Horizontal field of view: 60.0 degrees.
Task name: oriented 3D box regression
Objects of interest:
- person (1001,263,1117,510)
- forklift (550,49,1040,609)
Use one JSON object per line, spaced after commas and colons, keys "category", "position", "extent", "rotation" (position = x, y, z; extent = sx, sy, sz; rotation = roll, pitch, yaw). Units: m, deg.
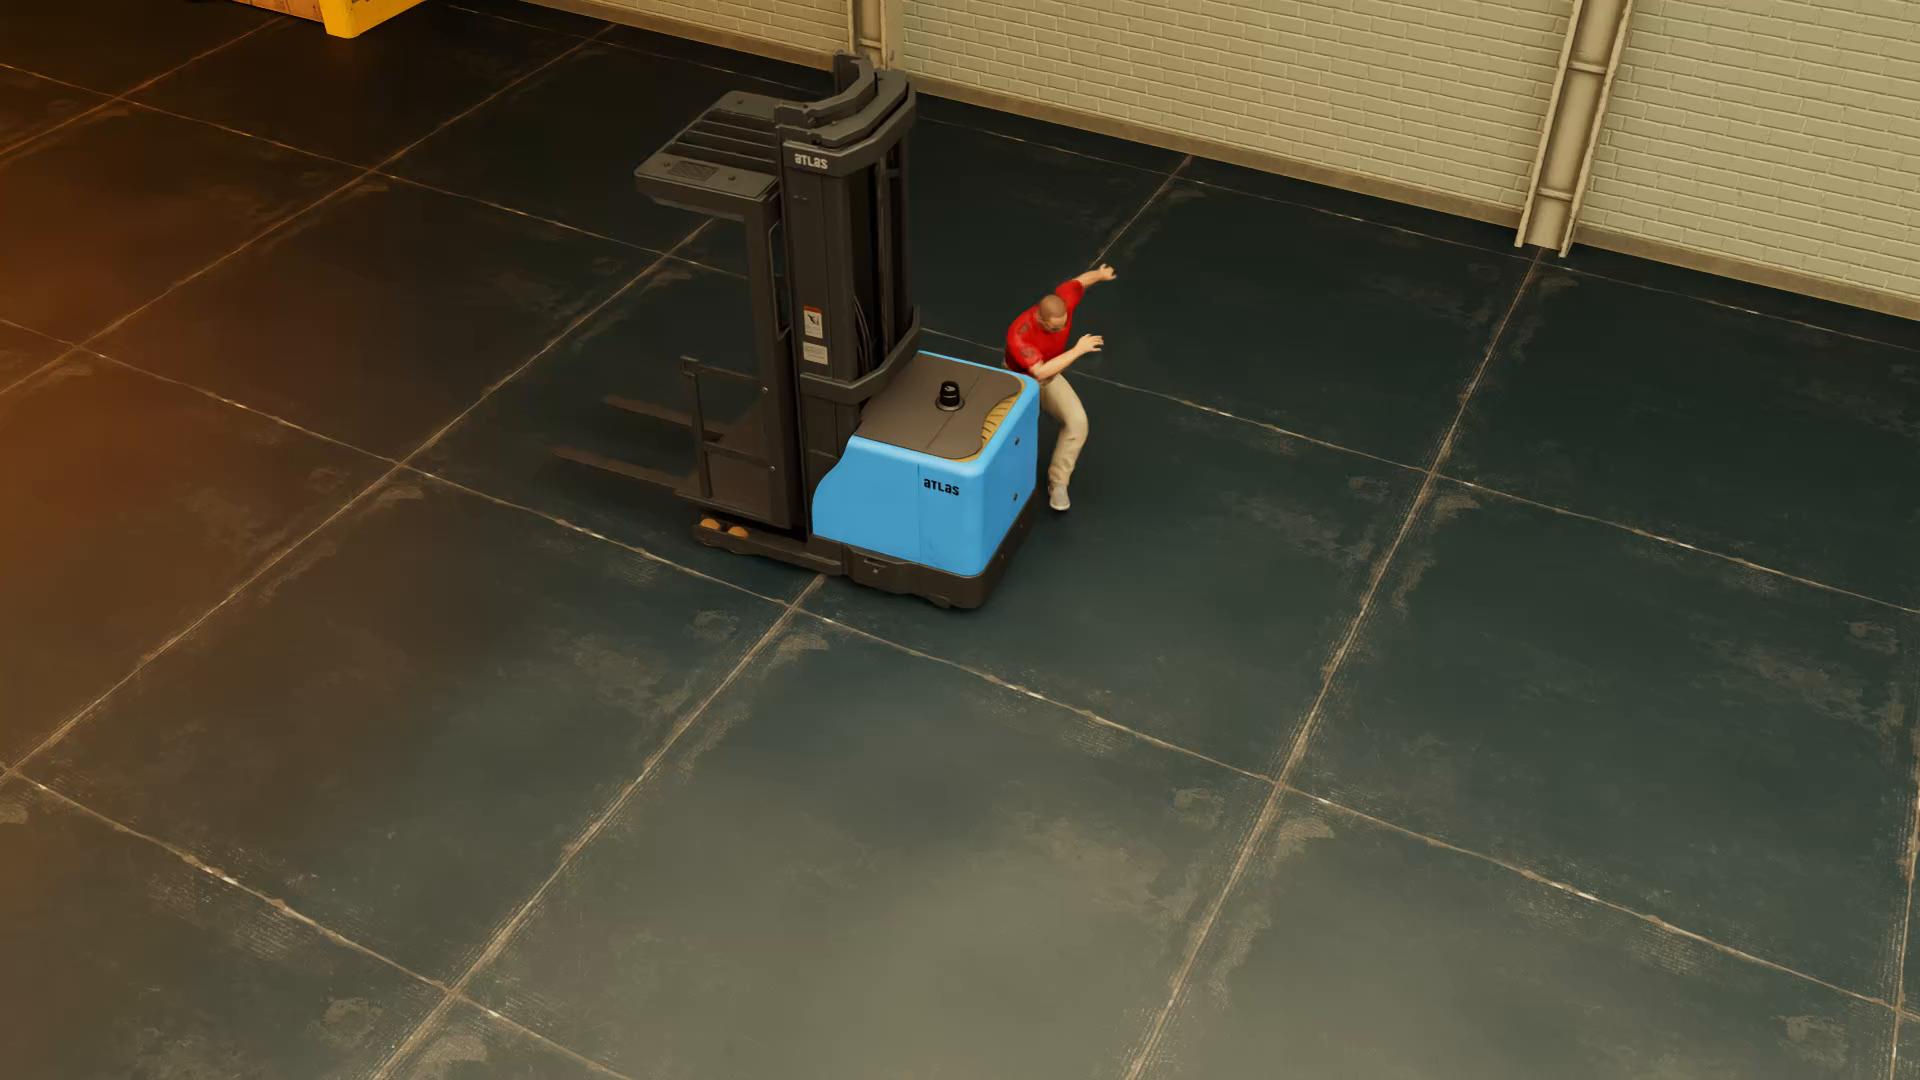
{"category": "person", "position": [0.670, -0.987, 10.392], "extent": [1.315, 1.427, 0.840], "rotation": [-24, 46, -26]}
{"category": "forklift", "position": [-1.087, -1.334, 9.571], "extent": [3.031, 2.935, 1.130], "rotation": [15, 42, 17]}
